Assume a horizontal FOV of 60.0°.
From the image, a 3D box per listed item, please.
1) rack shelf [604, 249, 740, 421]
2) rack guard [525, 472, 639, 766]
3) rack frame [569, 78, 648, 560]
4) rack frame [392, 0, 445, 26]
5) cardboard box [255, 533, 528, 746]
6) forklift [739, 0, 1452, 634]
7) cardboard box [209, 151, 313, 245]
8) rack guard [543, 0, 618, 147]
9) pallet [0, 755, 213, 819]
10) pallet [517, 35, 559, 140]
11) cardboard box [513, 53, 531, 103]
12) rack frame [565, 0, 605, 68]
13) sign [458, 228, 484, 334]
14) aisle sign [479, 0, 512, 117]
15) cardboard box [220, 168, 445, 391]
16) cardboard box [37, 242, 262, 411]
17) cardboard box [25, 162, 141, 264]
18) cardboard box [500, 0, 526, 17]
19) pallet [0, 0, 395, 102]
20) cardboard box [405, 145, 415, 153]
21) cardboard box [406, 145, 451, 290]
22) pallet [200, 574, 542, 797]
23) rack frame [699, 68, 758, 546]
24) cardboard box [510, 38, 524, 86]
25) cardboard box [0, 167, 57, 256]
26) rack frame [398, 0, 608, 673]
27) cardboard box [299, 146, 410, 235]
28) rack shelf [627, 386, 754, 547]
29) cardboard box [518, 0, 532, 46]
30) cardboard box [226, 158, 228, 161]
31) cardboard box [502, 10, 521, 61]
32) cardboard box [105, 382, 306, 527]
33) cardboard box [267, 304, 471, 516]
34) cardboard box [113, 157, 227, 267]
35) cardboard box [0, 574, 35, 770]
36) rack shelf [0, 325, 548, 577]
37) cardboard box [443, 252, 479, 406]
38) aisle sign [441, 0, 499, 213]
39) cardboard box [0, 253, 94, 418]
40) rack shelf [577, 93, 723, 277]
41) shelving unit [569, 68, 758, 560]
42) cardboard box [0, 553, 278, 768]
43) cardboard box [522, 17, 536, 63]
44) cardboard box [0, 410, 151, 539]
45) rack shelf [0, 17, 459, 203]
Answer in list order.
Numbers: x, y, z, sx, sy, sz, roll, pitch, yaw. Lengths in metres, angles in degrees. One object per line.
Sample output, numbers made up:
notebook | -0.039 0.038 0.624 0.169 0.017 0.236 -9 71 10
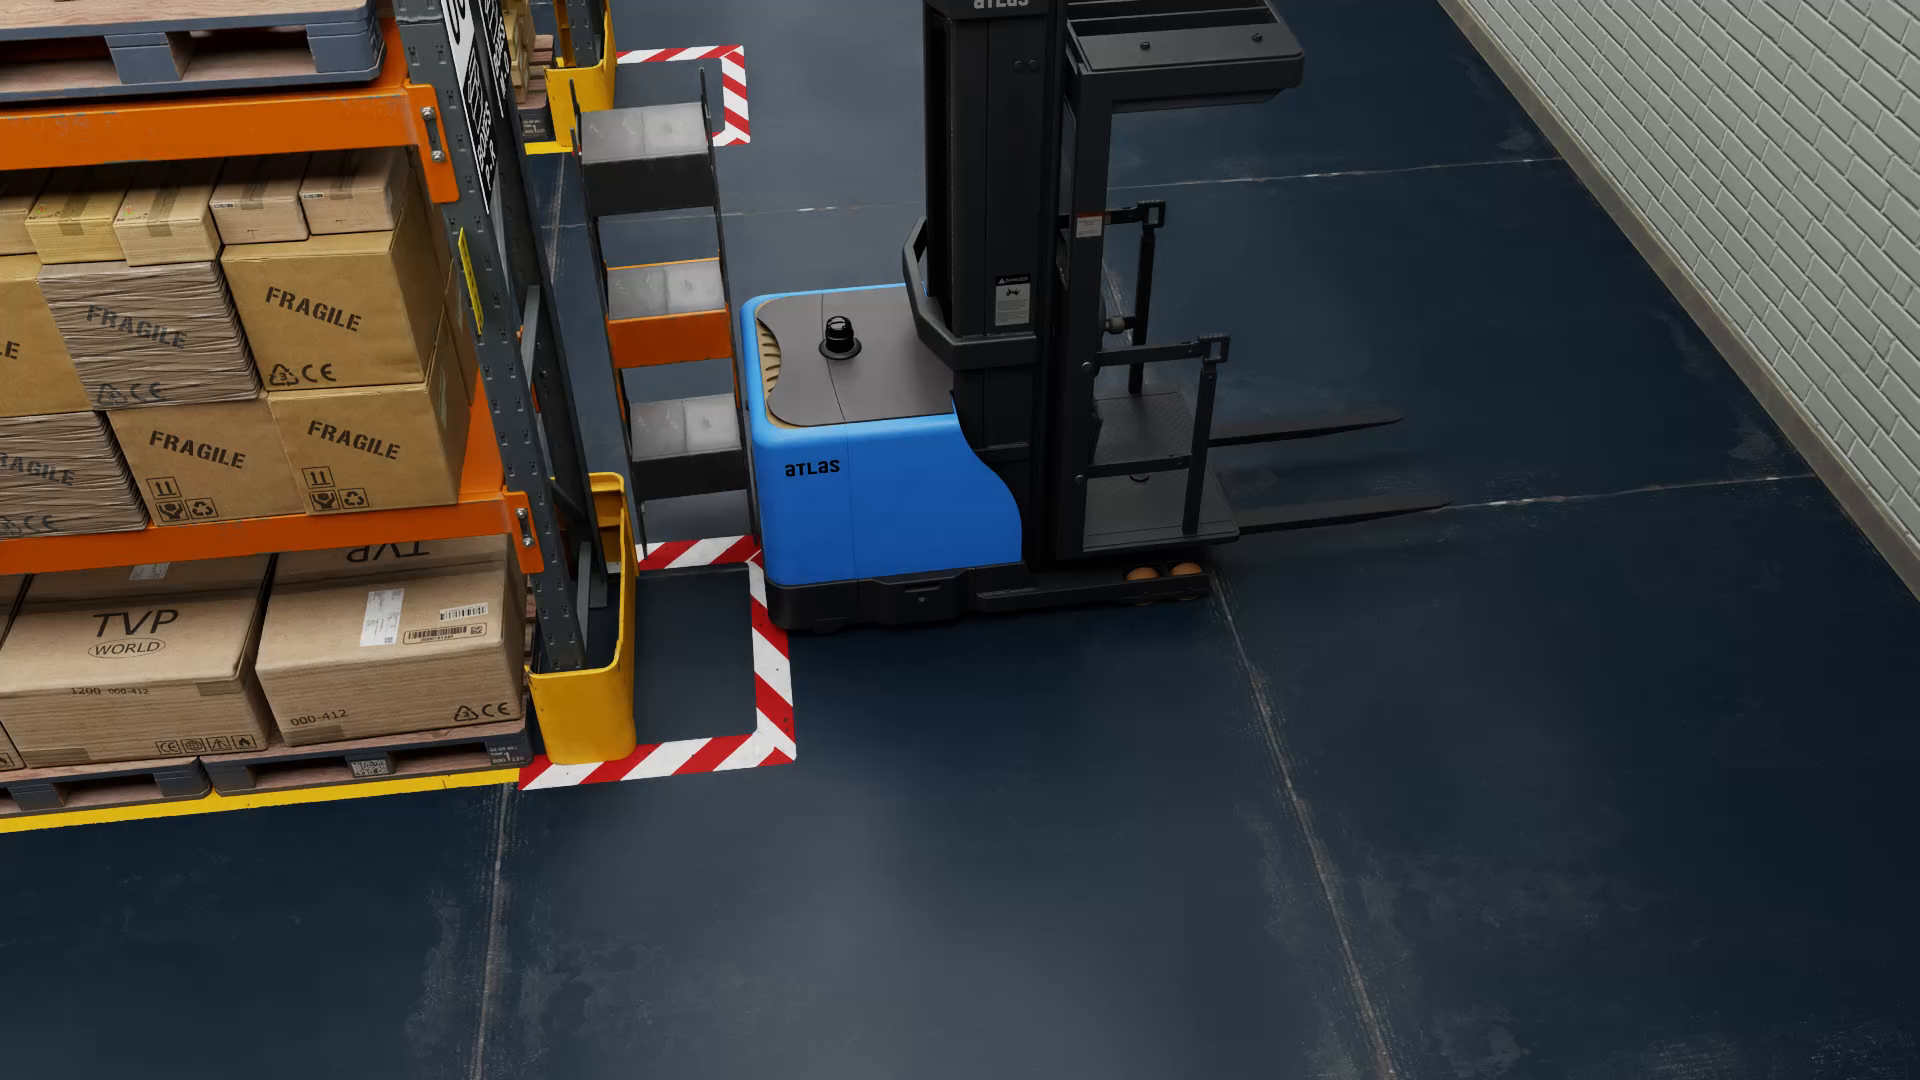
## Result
rack shelf | -1.188 -0.845 6.854 0.480 0.518 0.431 -7 42 -8
rack guard | -1.518 0.296 6.763 0.348 0.500 1.175 -5 42 -6
rack frame | -1.428 -0.826 6.813 0.015 2.100 0.400 -7 42 -8
rack frame | -1.542 -2.857 3.914 0.127 3.000 1.000 -5 42 -6
cardboard box | -2.183 0.289 6.504 0.875 0.438 0.875 -6 42 -7
forklift | 0.622 -1.154 6.556 3.031 2.935 1.130 -6 42 -7
cardboard box | -2.120 -1.077 5.114 0.250 0.149 0.380 -4 42 -5
rack guard | -2.359 -2.974 10.389 0.348 0.500 1.175 -5 42 -6
pallet | -3.532 0.631 6.608 1.213 0.211 1.003 -5 42 -6
pallet | -3.169 -2.819 10.433 1.213 0.211 1.003 -5 42 -6
cardboard box | -2.779 -2.822 10.169 0.250 0.149 0.380 -4 42 -5
rack frame | -2.284 -3.908 9.559 0.127 3.000 1.000 -5 42 -6
sign | -1.485 -0.786 5.056 0.005 0.325 0.100 -5 42 -6
aisle sign | -1.508 -1.794 5.273 0.004 0.787 0.394 -5 42 -6
cardboard box | -1.989 -0.838 5.334 0.500 0.500 0.500 -4 42 -4
cardboard box | -2.503 -0.773 5.262 0.500 0.500 0.500 -5 42 -5
cardboard box | -2.621 -1.004 5.033 0.250 0.149 0.380 -4 42 -5
cardboard box | -2.847 -3.407 10.373 0.250 0.149 0.380 -7 42 -7
pallet | -2.276 -1.639 4.870 1.213 0.211 1.003 -5 42 -6
cardboard box | -1.930 -1.432 5.508 0.250 0.149 0.380 -4 42 -5
cardboard box | -2.055 -1.186 5.719 0.500 0.500 0.500 -6 42 -6
pallet | -2.325 0.527 6.723 1.213 0.211 1.003 -5 42 -6
rack frame | -0.947 -0.884 6.877 0.015 2.100 0.400 -7 42 -8
cardboard box | -2.770 -2.881 10.012 0.250 0.149 0.380 -6 42 -7
cardboard box | -2.889 -1.028 5.060 0.250 0.149 0.380 -5 42 -6
rack frame | -1.542 -0.630 5.924 0.127 3.000 1.000 -5 42 -6
cardboard box | -1.872 -1.115 5.156 0.250 0.149 0.380 -4 42 -5
rack shelf | -1.187 -0.325 7.323 0.480 0.518 0.431 -7 42 -8
cardboard box | -2.837 -3.241 10.412 0.250 0.149 0.380 -3 42 -4
cardboard box | -2.566 -1.136 5.664 0.500 0.500 0.500 -6 42 -7
cardboard box | -2.776 -3.012 9.936 0.250 0.149 0.380 -5 42 -5
cardboard box | -2.485 -0.416 5.612 0.500 0.500 0.500 -6 42 -6
cardboard box | -1.986 -0.449 5.649 0.500 0.500 0.500 -5 42 -5
cardboard box | -2.365 -0.999 5.027 0.250 0.149 0.380 -5 42 -6
cardboard box | -3.984 0.452 6.324 0.875 0.438 0.875 -6 42 -7
rack shelf | -3.525 -0.189 5.972 4.000 0.370 1.077 -5 42 -6
cardboard box | -2.055 -0.816 6.055 0.500 0.500 0.500 -5 42 -6
aisle sign | -1.430 -1.395 4.832 0.004 0.787 0.394 -5 42 -6
cardboard box | -2.994 -0.732 5.216 0.500 0.500 0.500 -5 42 -6
rack shelf | -1.188 -1.365 6.385 0.480 0.518 0.431 -7 42 -8
shelving unit | -1.188 -0.855 6.845 0.503 2.100 0.431 -7 42 -8
cardboard box | -3.090 0.375 6.410 0.875 0.438 0.875 -4 42 -4
cardboard box | -2.845 -3.173 10.558 0.250 0.149 0.380 -4 42 -5
cardboard box | -2.994 -0.364 5.555 0.500 0.500 0.500 -4 42 -4
rack shelf | -3.525 -1.303 4.967 4.000 0.370 1.077 -5 42 -6
